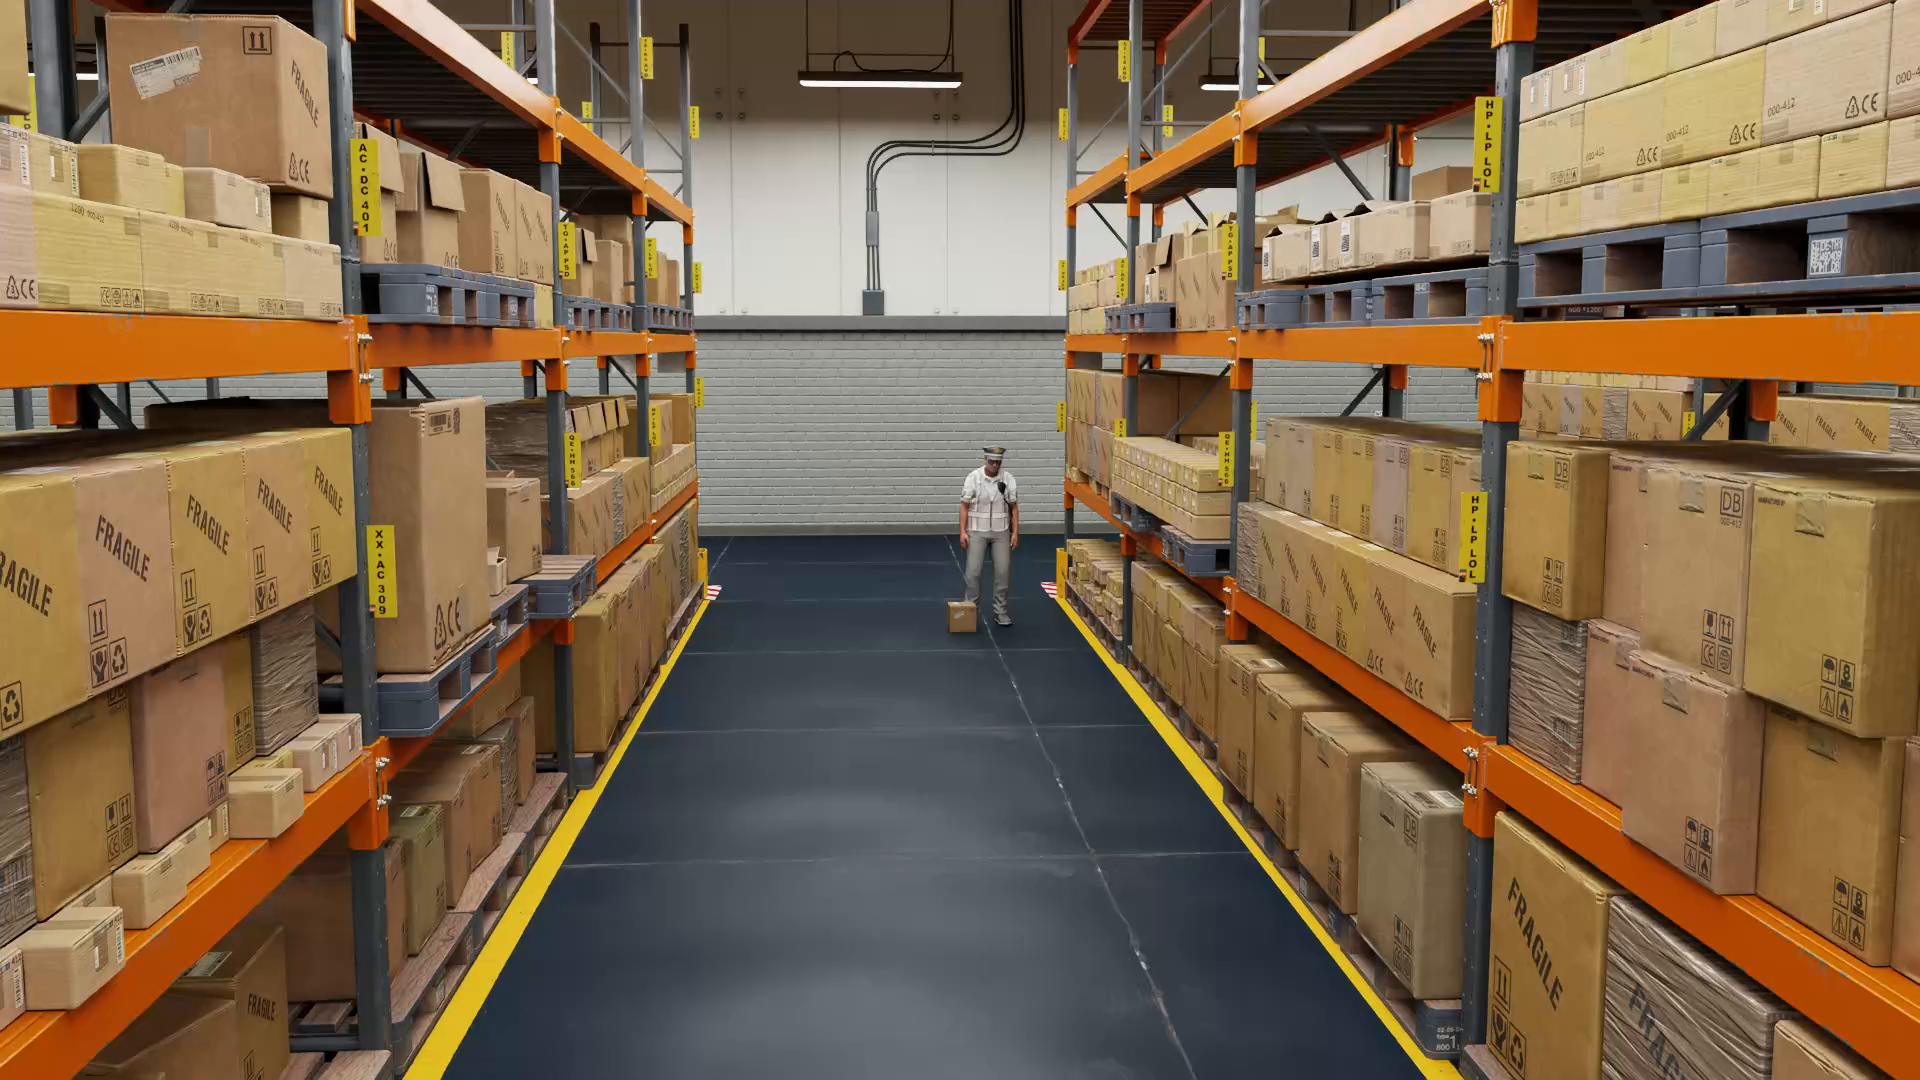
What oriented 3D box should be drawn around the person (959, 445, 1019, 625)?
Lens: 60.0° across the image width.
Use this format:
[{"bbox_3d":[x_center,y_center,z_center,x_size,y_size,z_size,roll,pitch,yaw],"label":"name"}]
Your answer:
[{"bbox_3d":[0.281,-0.054,16.168,0.590,1.746,0.439,-1,7,-8],"label":"person"}]
